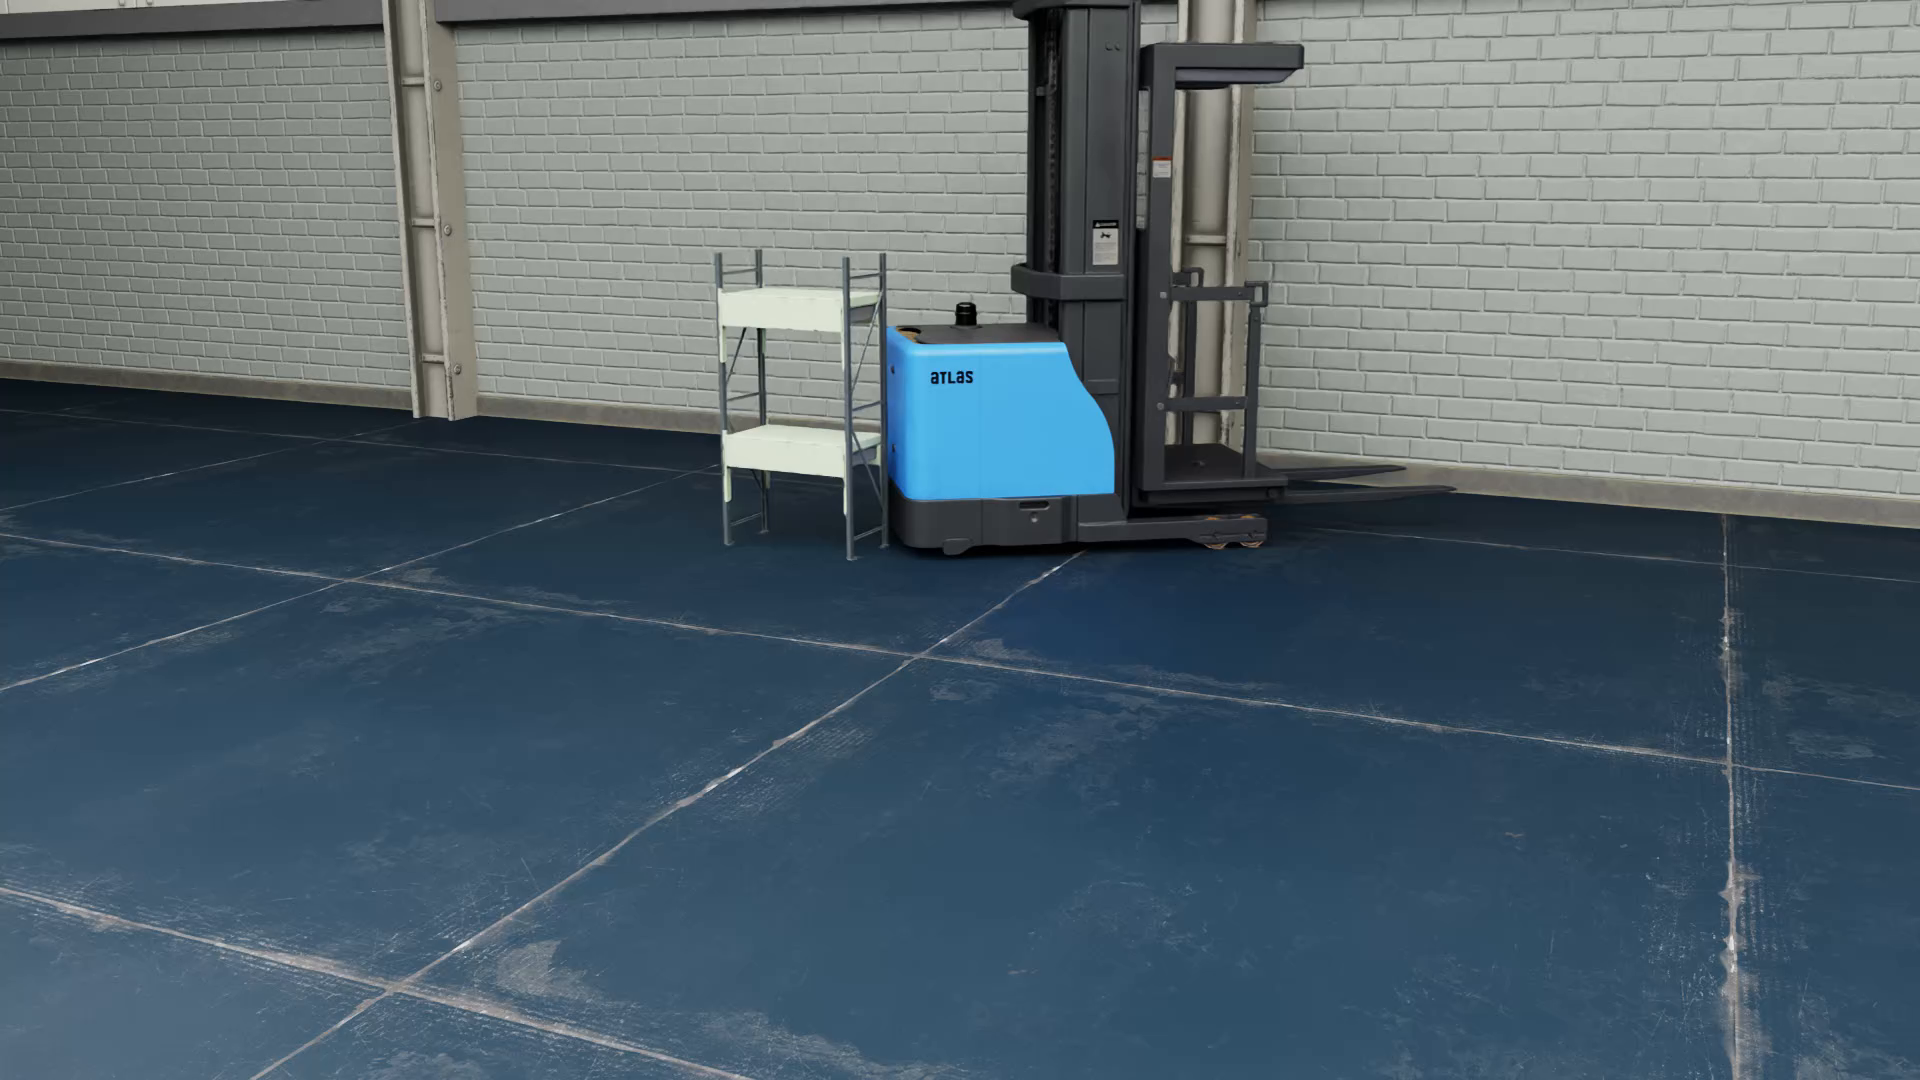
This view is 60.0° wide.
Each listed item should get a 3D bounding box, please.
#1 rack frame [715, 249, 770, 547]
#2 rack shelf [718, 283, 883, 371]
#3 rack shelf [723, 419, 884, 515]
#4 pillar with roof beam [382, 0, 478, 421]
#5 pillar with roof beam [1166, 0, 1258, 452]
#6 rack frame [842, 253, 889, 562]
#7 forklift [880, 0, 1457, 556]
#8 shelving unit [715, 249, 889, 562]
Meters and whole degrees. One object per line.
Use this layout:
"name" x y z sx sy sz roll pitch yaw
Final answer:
"rack frame" -1.124 -0.737 8.613 0.023 1.500 0.400 6 15 25
"rack shelf" -0.795 -1.080 8.366 0.720 0.370 0.431 6 15 25
"rack shelf" -0.795 -0.383 8.530 0.720 0.370 0.431 6 15 25
"pillar with roof beam" -5.705 -4.438 7.971 0.400 9.000 9.100 6 14 23
"pillar with roof beam" -0.219 -3.883 5.605 0.400 9.000 9.100 6 14 23
"rack frame" -0.467 -0.663 8.298 0.023 1.500 0.400 6 15 25
"forklift" 1.128 -1.494 8.706 3.031 2.935 1.130 -2 13 -11
"shelving unit" -0.795 -0.700 8.456 0.755 1.500 0.431 6 15 25
